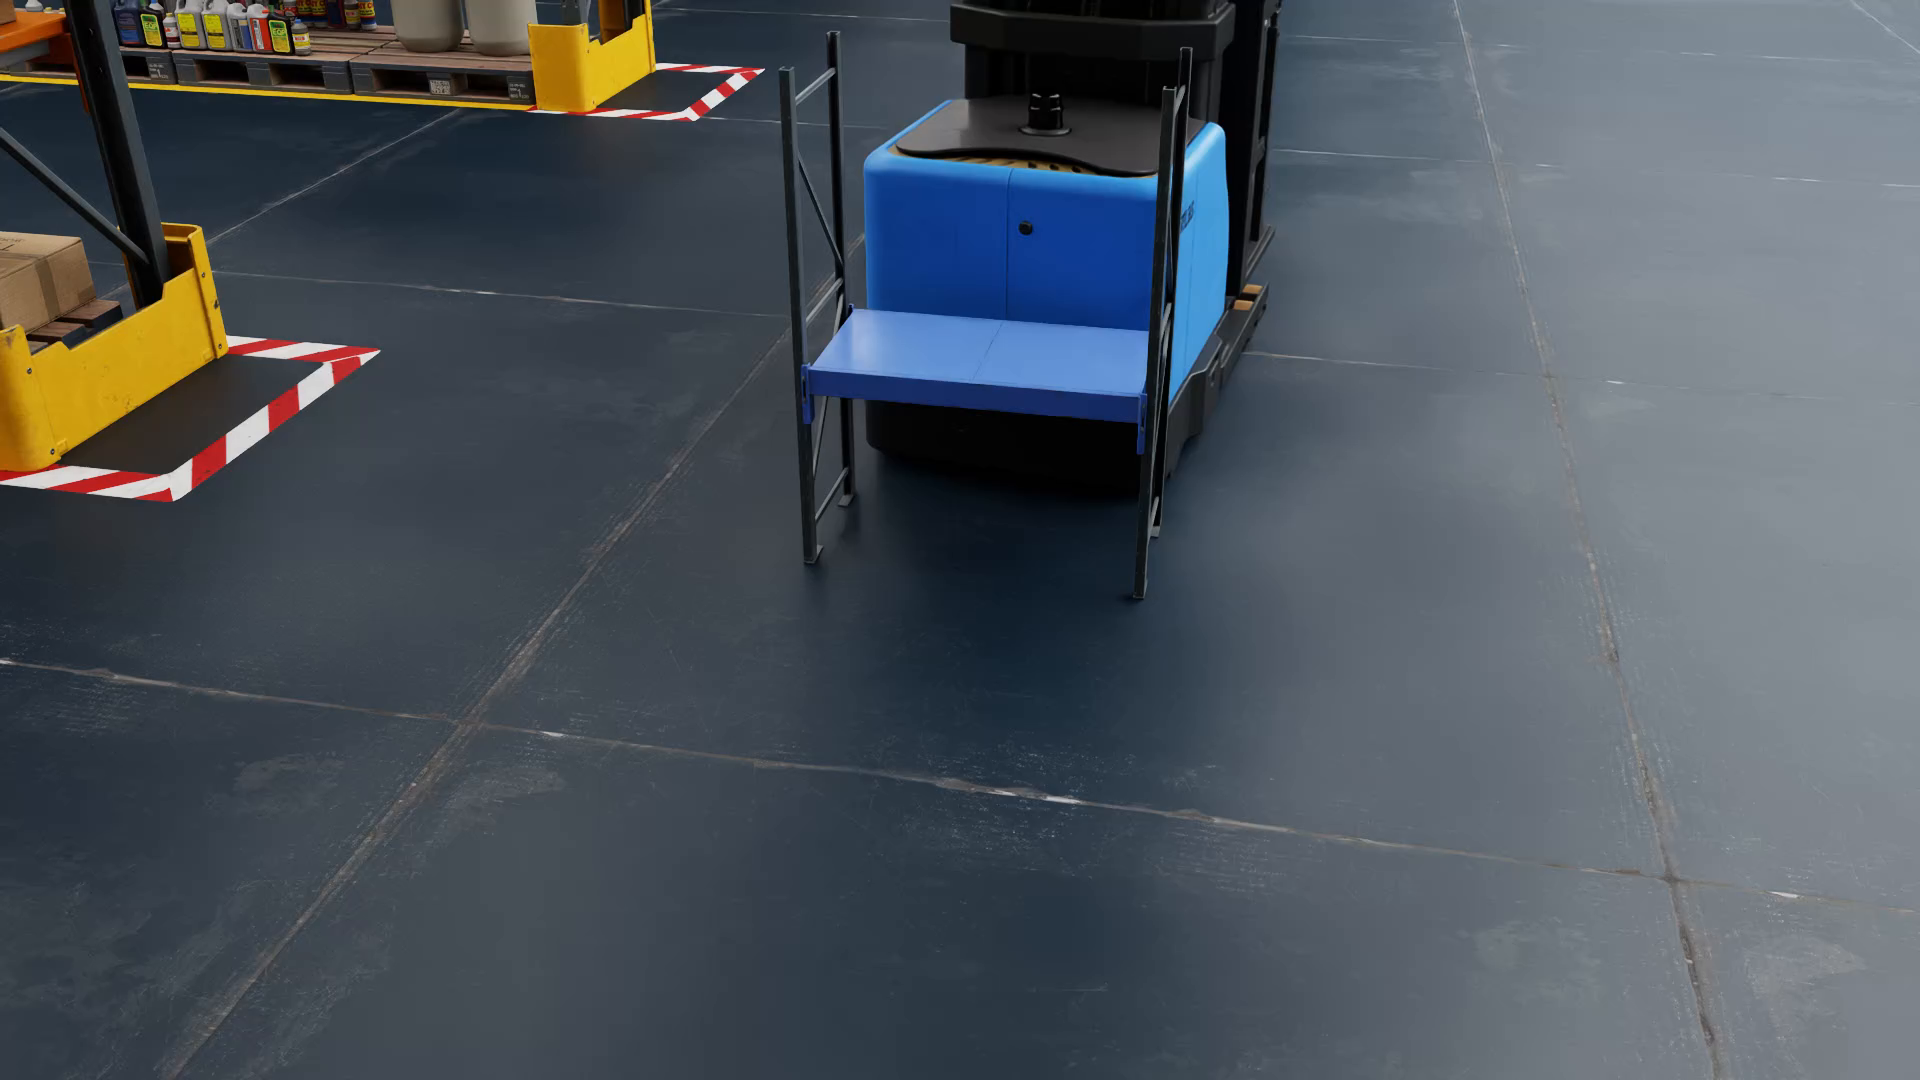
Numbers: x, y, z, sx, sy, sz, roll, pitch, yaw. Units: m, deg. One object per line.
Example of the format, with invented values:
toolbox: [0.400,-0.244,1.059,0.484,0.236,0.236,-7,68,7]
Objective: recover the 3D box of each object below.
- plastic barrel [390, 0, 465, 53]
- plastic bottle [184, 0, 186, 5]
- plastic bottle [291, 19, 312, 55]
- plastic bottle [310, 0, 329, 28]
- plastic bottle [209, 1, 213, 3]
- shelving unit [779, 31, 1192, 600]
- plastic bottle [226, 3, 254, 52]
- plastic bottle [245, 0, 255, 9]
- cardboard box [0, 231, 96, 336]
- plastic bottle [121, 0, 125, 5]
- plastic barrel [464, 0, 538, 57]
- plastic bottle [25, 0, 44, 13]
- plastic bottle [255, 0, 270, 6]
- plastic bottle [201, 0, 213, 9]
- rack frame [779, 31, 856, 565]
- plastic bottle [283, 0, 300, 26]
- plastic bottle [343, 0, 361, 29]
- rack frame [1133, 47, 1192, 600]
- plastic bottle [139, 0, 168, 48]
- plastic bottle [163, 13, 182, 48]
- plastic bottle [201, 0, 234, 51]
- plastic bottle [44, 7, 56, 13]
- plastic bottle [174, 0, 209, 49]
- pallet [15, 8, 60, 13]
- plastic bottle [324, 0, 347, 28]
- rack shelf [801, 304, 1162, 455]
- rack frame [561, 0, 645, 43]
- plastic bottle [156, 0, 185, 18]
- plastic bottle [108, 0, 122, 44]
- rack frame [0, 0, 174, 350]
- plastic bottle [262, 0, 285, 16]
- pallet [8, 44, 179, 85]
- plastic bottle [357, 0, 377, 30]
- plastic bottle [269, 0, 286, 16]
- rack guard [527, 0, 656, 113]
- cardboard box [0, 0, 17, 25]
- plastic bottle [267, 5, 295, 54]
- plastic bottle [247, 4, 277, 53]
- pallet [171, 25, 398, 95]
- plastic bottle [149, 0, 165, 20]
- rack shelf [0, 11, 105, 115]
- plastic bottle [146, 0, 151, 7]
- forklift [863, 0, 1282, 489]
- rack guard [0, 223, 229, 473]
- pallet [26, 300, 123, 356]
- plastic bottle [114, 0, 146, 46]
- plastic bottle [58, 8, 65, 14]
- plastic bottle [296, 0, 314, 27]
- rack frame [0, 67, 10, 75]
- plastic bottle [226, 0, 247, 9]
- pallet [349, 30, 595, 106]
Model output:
plastic barrel: [-3.327,-3.333,10.368,0.421,0.512,0.421,0,29,0]
plastic bottle: [-5.211,-3.643,11.082,0.185,0.351,0.144,4,29,8]
plastic bottle: [-4.064,-3.104,10.251,0.097,0.201,0.097,0,29,0]
plastic bottle: [-4.220,-3.518,10.936,0.097,0.271,0.097,0,29,0]
plastic bottle: [-4.891,-3.531,10.946,0.133,0.283,0.061,6,29,11]
shelving unit: [0.083,-0.649,4.874,1.048,1.500,0.538,6,29,11]
plastic bottle: [-4.441,-3.188,10.328,0.135,0.276,0.152,5,29,9]
plastic bottle: [-4.737,-3.560,11.007,0.135,0.276,0.152,6,29,11]
cardboard box: [-3.693,-0.970,6.325,0.500,0.250,0.500,6,29,11]
plastic bottle: [-5.356,-3.384,10.607,0.185,0.351,0.144,6,29,11]
plastic barrel: [-2.836,-3.283,10.276,0.421,0.512,0.421,0,29,0]
plastic bottle: [-5.869,-3.319,10.572,0.097,0.271,0.097,0,29,0]
plastic bottle: [-4.616,-3.528,11.027,0.097,0.201,0.097,0,29,0]
plastic bottle: [-4.779,-3.294,10.521,0.135,0.276,0.152,6,29,11]
rack frame: [-0.414,-0.700,4.967,0.032,1.500,0.500,6,29,11]
plastic bottle: [-4.415,-3.508,10.989,0.097,0.201,0.097,0,29,0]
plastic bottle: [-3.986,-3.464,10.909,0.097,0.201,0.097,0,29,0]
rack frame: [0.581,-0.598,4.781,0.032,1.500,0.500,6,29,11]
plastic bottle: [-5.049,-3.231,10.399,0.133,0.283,0.061,7,30,13]
plastic bottle: [-4.929,-3.192,10.413,0.097,0.201,0.097,0,29,0]
plastic bottle: [-4.604,-3.236,10.337,0.185,0.351,0.144,7,29,13]
plastic bottle: [-5.769,-3.278,10.570,0.097,0.201,0.097,0,29,0]
plastic bottle: [-4.786,-3.254,10.371,0.185,0.351,0.144,6,29,10]
pallet: [-6.865,-3.398,11.237,1.213,0.211,1.003,6,29,11]
plastic bottle: [-4.102,-3.521,10.928,0.133,0.283,0.061,6,29,11]
rack shelf: [0.083,-0.492,4.961,1.000,0.185,0.538,6,29,11]
rack frame: [-2.177,-4.160,9.724,0.127,3.000,1.000,6,29,11]
plastic bottle: [-5.217,-3.539,10.968,0.135,0.276,0.152,6,29,11]
plastic bottle: [-5.386,-3.316,10.484,0.185,0.351,0.144,7,29,12]
rack frame: [-3.215,-1.834,5.476,0.127,3.000,1.000,6,29,11]
plastic bottle: [-4.284,-3.228,10.393,0.133,0.283,0.061,6,29,11]
pallet: [-5.441,-3.251,10.968,1.213,0.211,1.003,6,29,11]
plastic bottle: [-3.885,-3.484,10.873,0.097,0.271,0.097,0,29,0]
plastic bottle: [-4.516,-3.549,10.992,0.097,0.271,0.097,0,29,0]
rack guard: [-2.261,-3.049,10.298,0.348,0.500,1.175,6,29,11]
cardboard box: [-3.669,-1.931,5.549,0.500,0.500,0.700,6,29,11]
plastic bottle: [-4.183,-3.143,10.237,0.133,0.283,0.061,7,29,12]
plastic bottle: [-4.305,-3.174,10.303,0.135,0.276,0.152,6,29,11]
pallet: [-4.244,-3.129,10.746,1.213,0.211,1.003,6,29,11]
plastic bottle: [-5.050,-3.265,10.473,0.097,0.271,0.097,0,29,0]
rack shelf: [-5.171,-1.719,6.015,4.000,0.370,1.077,6,29,11]
plastic bottle: [-5.429,-3.595,10.993,0.185,0.351,0.144,6,29,11]
forklift: [0.640,-2.143,6.113,1.130,2.935,3.031,9,30,17]
rack guard: [-3.191,-0.735,6.072,0.348,0.500,1.175,6,29,11]
pallet: [-3.972,-0.668,6.250,1.213,0.211,1.003,6,29,11]
plastic bottle: [-5.201,-3.297,10.449,0.185,0.351,0.144,5,29,8]
plastic bottle: [-5.670,-3.268,10.552,0.097,0.201,0.097,0,29,0]
plastic bottle: [-4.318,-3.528,10.954,0.097,0.271,0.097,0,29,0]
rack frame: [-6.089,-4.561,10.457,0.127,3.000,1.000,6,29,11]
plastic bottle: [-4.759,-3.513,10.914,0.133,0.283,0.061,6,29,11]
pallet: [-3.054,-3.006,10.521,1.213,0.211,1.003,6,29,11]
